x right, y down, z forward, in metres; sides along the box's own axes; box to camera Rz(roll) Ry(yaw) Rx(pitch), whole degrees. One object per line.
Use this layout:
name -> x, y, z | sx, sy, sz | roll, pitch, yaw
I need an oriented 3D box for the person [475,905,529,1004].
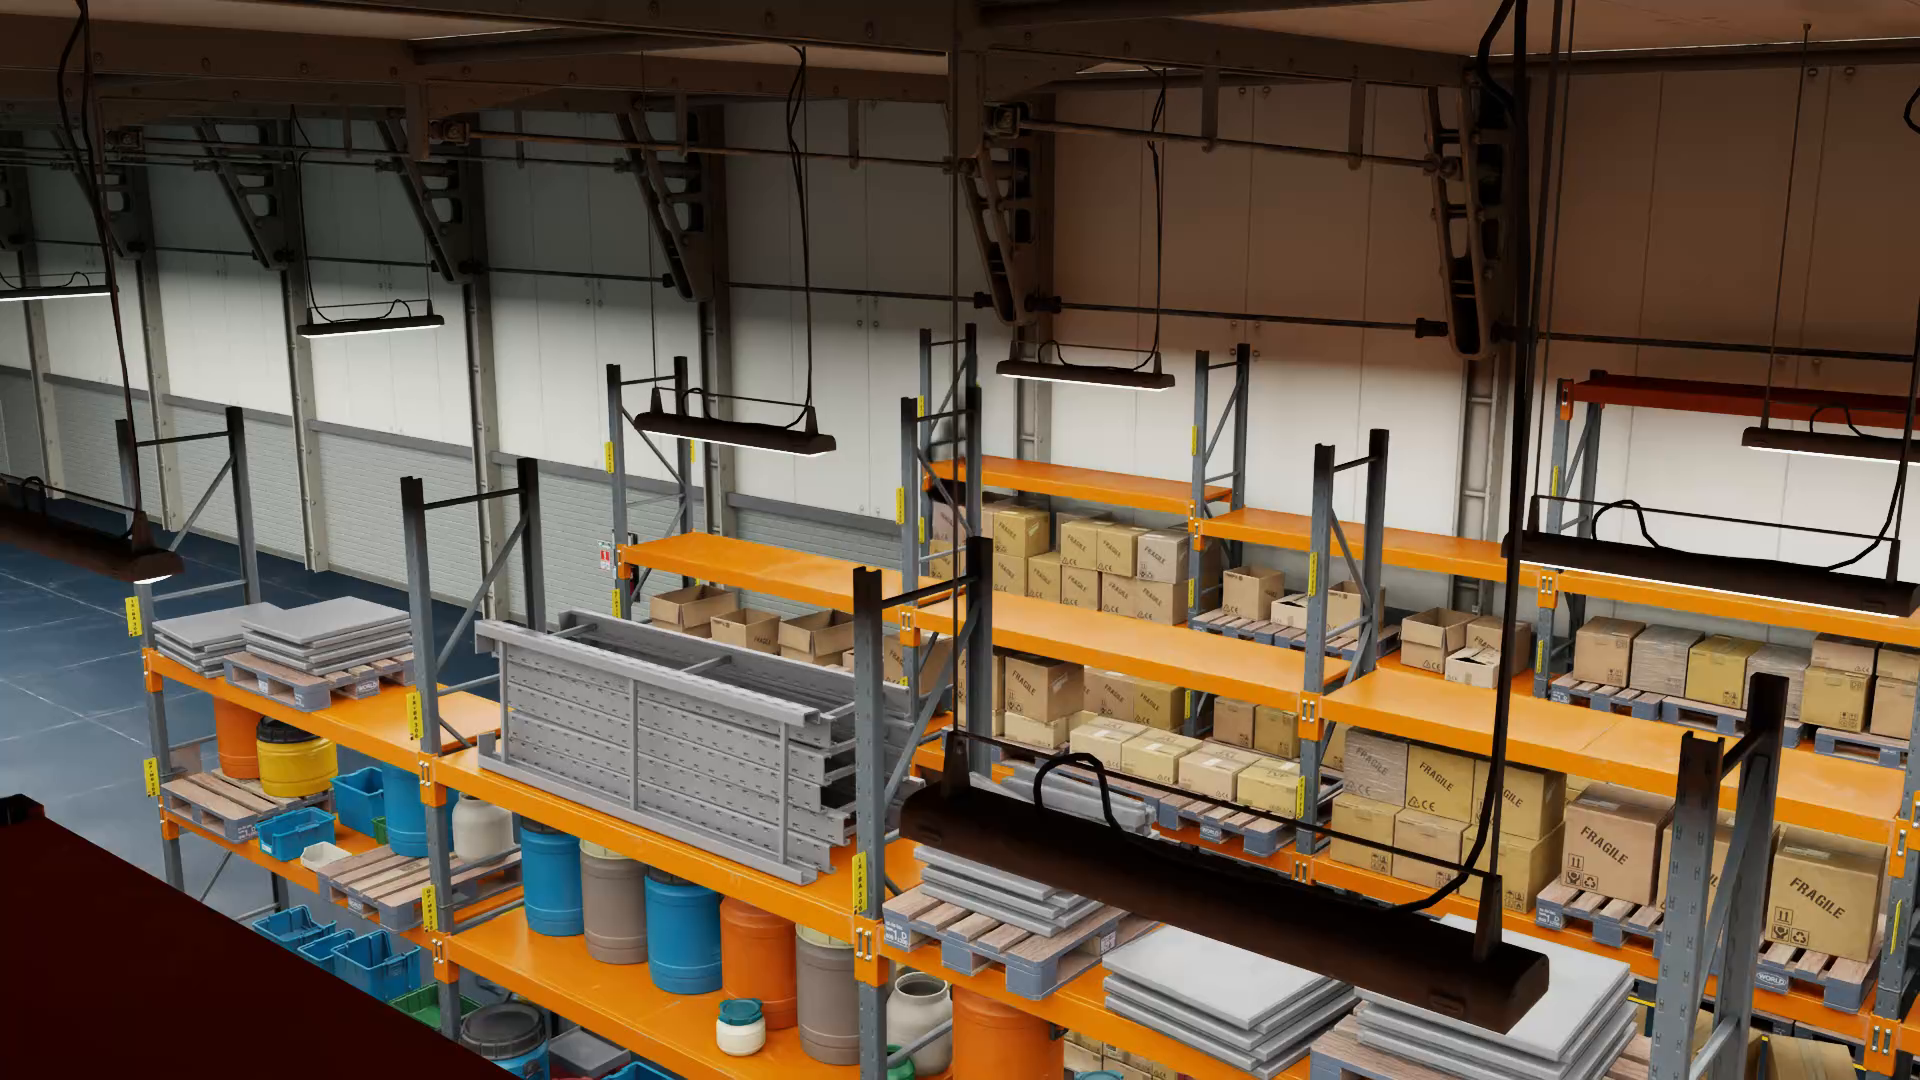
person -> -4.269, 3.782, 15.604 | 0.572, 1.728, 0.683 | 7, 14, 27
